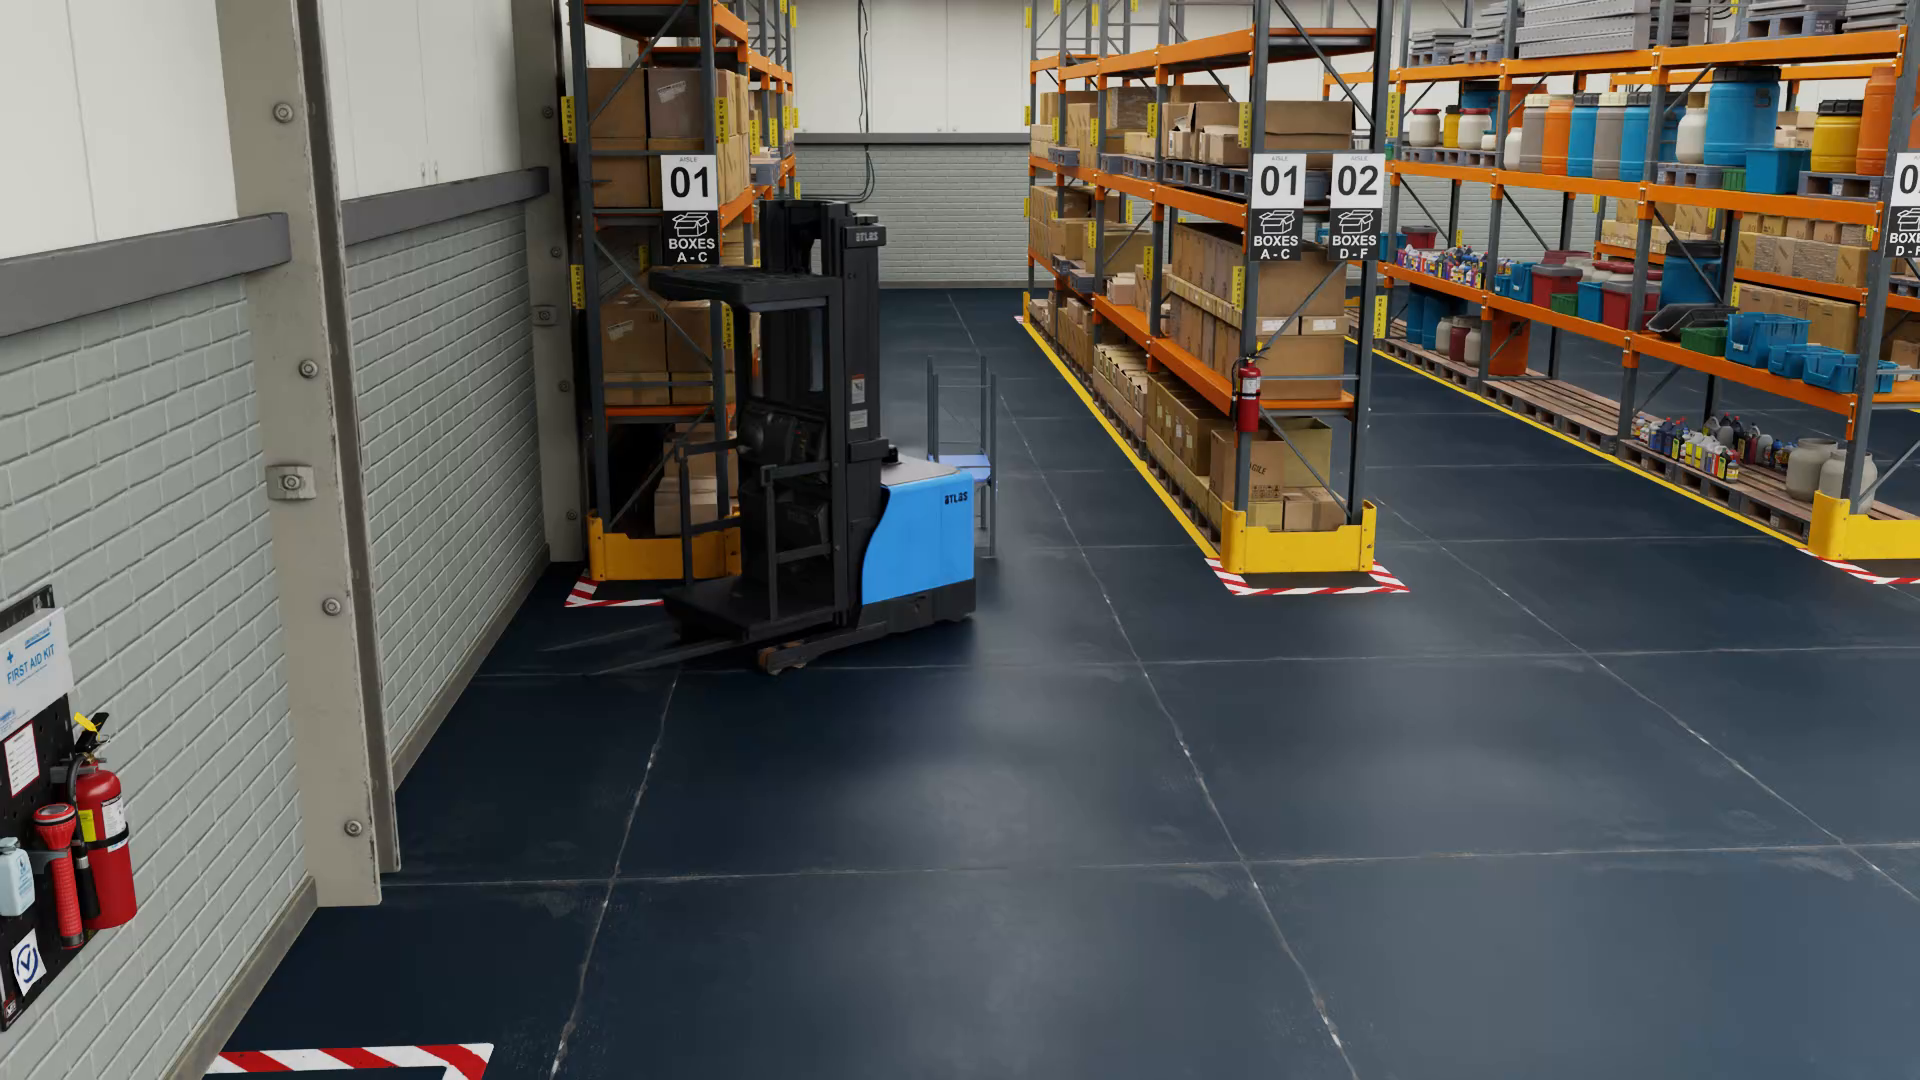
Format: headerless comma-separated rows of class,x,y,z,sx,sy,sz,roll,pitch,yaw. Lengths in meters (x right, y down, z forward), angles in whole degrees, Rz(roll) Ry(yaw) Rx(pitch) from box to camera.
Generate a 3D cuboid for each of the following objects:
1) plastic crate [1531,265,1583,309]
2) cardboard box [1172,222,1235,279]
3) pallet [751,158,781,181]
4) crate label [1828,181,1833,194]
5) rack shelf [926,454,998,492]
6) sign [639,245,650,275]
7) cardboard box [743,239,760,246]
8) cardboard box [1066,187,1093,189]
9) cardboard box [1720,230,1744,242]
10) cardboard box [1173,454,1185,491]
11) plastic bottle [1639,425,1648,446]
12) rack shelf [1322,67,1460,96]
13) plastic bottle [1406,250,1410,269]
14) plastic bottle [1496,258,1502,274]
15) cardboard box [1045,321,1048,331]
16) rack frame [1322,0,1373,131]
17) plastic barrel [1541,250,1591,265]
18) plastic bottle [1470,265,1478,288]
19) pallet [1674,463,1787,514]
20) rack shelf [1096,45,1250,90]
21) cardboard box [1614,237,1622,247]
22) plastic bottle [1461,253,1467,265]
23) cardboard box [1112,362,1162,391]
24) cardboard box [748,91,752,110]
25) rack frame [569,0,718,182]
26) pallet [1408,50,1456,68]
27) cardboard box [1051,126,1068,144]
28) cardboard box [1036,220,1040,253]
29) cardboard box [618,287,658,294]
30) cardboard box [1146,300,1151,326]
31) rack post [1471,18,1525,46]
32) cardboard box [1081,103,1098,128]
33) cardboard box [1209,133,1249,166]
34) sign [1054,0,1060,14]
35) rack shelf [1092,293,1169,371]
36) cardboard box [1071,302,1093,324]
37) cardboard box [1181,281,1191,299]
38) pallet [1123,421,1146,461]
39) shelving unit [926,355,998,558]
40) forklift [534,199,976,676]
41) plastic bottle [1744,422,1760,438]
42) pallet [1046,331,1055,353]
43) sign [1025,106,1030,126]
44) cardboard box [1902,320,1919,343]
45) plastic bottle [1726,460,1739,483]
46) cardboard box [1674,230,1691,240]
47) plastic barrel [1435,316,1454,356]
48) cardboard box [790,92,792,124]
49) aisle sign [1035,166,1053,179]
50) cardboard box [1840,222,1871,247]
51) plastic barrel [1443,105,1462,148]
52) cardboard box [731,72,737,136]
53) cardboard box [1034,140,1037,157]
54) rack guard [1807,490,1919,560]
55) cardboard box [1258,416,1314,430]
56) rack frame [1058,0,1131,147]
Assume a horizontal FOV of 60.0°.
plastic crate,6.909,-2.937,19.293,0.402,0.464,0.583,-1,14,-3
cardboard box,2.452,-2.809,16.118,0.700,0.500,0.500,-1,14,-3
pallet,-2.525,-3.940,17.675,1.213,0.211,1.003,-1,14,-3
crate label,7.824,-3.174,14.622,0.502,0.251,0.408,-1,14,-3
rack shelf,0.005,-0.531,13.802,0.538,0.185,1.000,-1,14,-3
sign,-3.079,-2.716,16.239,0.100,0.325,0.005,-1,14,-3
cardboard box,-2.734,-3.304,19.766,0.700,0.500,0.500,-3,15,-10
cardboard box,2.009,-5.527,27.281,0.500,0.500,0.500,0,14,-2
cardboard box,11.589,-4.314,24.572,0.500,0.500,0.500,-1,14,-3
cardboard box,2.233,-0.621,15.095,0.500,0.250,0.500,-1,14,-3
plastic bottle,6.951,-1.064,16.876,0.097,0.201,0.097,0,14,0
rack shelf,6.743,-7.168,26.072,1.077,0.370,4.000,-1,14,-3
plastic bottle,6.503,-4.061,24.050,0.097,0.271,0.097,0,14,0
plastic bottle,7.324,-3.710,22.675,0.152,0.276,0.135,-1,14,-3
cardboard box,1.521,-3.294,25.647,0.380,0.149,0.250,-1,14,-3
rack frame,6.619,-8.207,27.866,1.000,3.000,0.127,-1,14,-3
plastic barrel,7.446,-3.268,20.434,0.600,0.536,0.708,-1,14,-3
plastic bottle,6.649,-3.407,21.484,0.061,0.283,0.133,-1,14,-3
pallet,7.441,-0.495,15.528,1.003,0.211,1.213,-1,14,-3
rack shelf,2.294,-5.103,18.046,1.077,0.370,4.000,-1,14,-3
cardboard box,11.288,-5.036,28.084,0.380,0.149,0.250,-1,14,-5
plastic bottle,7.144,-3.929,23.536,0.097,0.271,0.097,0,14,0
cardboard box,2.012,-1.860,18.787,0.500,0.311,0.500,-1,14,-4
cardboard box,-3.049,-5.874,22.227,0.500,0.250,0.500,-1,14,-5
rack frame,-2.278,-4.075,11.806,1.000,3.000,0.127,-1,14,-3
pallet,6.948,-6.722,23.275,1.003,0.211,1.213,-1,14,-3
cardboard box,1.621,-5.971,24.490,0.500,0.250,0.500,-1,14,-3
cardboard box,1.505,-4.907,26.879,0.500,0.500,0.500,-1,14,-4
cardboard box,-2.577,-1.838,13.906,0.500,0.500,0.500,-1,14,-5
cardboard box,2.180,-2.393,17.577,0.396,0.266,0.258,-1,14,-5
rack post,7.029,-6.361,20.841,0.954,0.300,0.937,-1,14,-3
cardboard box,1.966,-5.527,22.222,0.600,0.600,0.600,-1,15,-6
cardboard box,2.331,-3.181,13.527,0.500,0.250,0.500,-1,14,-3
sign,1.380,-7.624,23.565,0.100,0.325,0.005,-1,14,-3
rack shelf,2.294,-2.391,18.744,1.077,0.370,4.000,-1,14,-3
cardboard box,1.803,-3.100,22.683,0.500,0.250,0.500,-1,14,-4
cardboard box,2.293,-2.343,15.611,0.380,0.149,0.250,-1,14,-4
pallet,2.334,-1.074,17.778,1.003,0.211,1.213,-1,14,-3
shelving unit,0.005,-0.705,13.757,0.538,1.500,1.048,-1,14,-3
forklift,-1.326,-0.703,10.877,3.031,2.935,1.130,-12,19,-40
plastic bottle,7.722,-0.964,16.187,0.144,0.351,0.185,-1,14,-4
pallet,1.881,-3.052,25.465,1.003,0.211,1.213,-1,14,-3
sign,1.133,-7.094,27.805,0.100,0.325,0.005,-1,14,-3
cardboard box,12.129,-2.588,20.696,0.500,0.250,0.500,0,14,-1
plastic bottle,7.059,-0.631,15.191,0.097,0.201,0.097,0,14,0
cardboard box,11.486,-4.690,25.937,0.500,0.250,0.500,0,14,-2
plastic barrel,6.873,-2.852,23.243,0.421,0.512,0.421,0,14,0
cardboard box,-2.931,-6.842,26.331,0.500,0.500,0.500,0,14,-2
aisle sign,1.377,-6.498,28.045,0.394,0.787,0.004,-1,14,-3
cardboard box,12.029,-4.105,21.748,0.797,0.503,0.637,0,14,-2
plastic barrel,7.126,-5.831,23.428,0.600,0.588,0.600,0,14,0
cardboard box,-2.083,-3.517,13.410,0.500,0.500,0.500,0,14,-2
cardboard box,1.471,-6.350,26.969,0.500,0.250,0.500,-1,14,-3
rack guard,7.558,-0.130,13.530,1.175,0.500,0.348,-1,14,-3
cardboard box,2.778,-0.868,14.549,0.500,0.500,0.500,-1,14,-3
rack frame,1.923,-7.137,23.706,1.000,3.000,0.127,-1,14,-3
